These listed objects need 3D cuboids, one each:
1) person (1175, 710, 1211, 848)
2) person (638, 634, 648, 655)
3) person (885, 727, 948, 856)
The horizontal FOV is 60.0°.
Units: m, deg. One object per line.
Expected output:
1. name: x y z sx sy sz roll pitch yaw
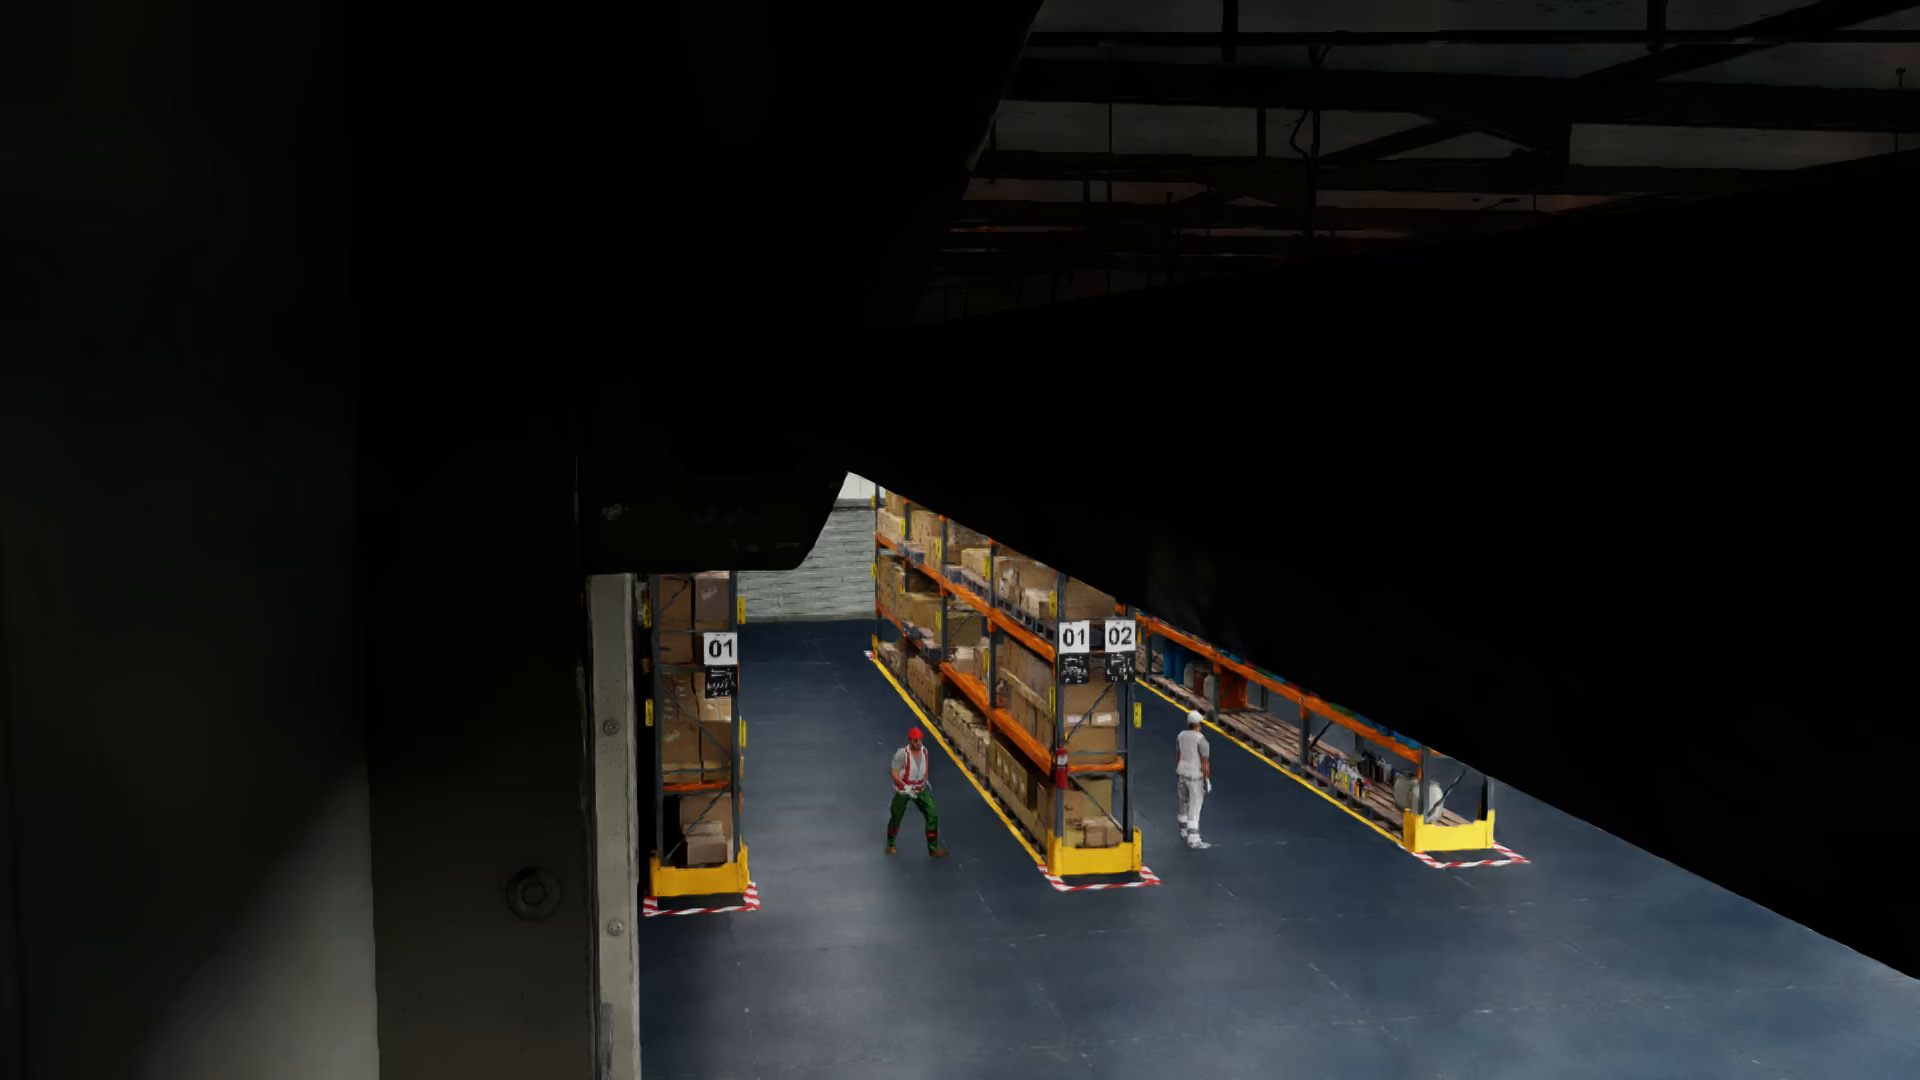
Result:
1. person: 3.122 3.150 22.140 0.468 1.794 0.620 -4 7 -37
2. person: -6.897 1.695 36.907 0.469 1.719 0.694 3 7 29
3. person: -0.624 3.249 21.604 0.686 1.716 0.829 -3 7 -29
